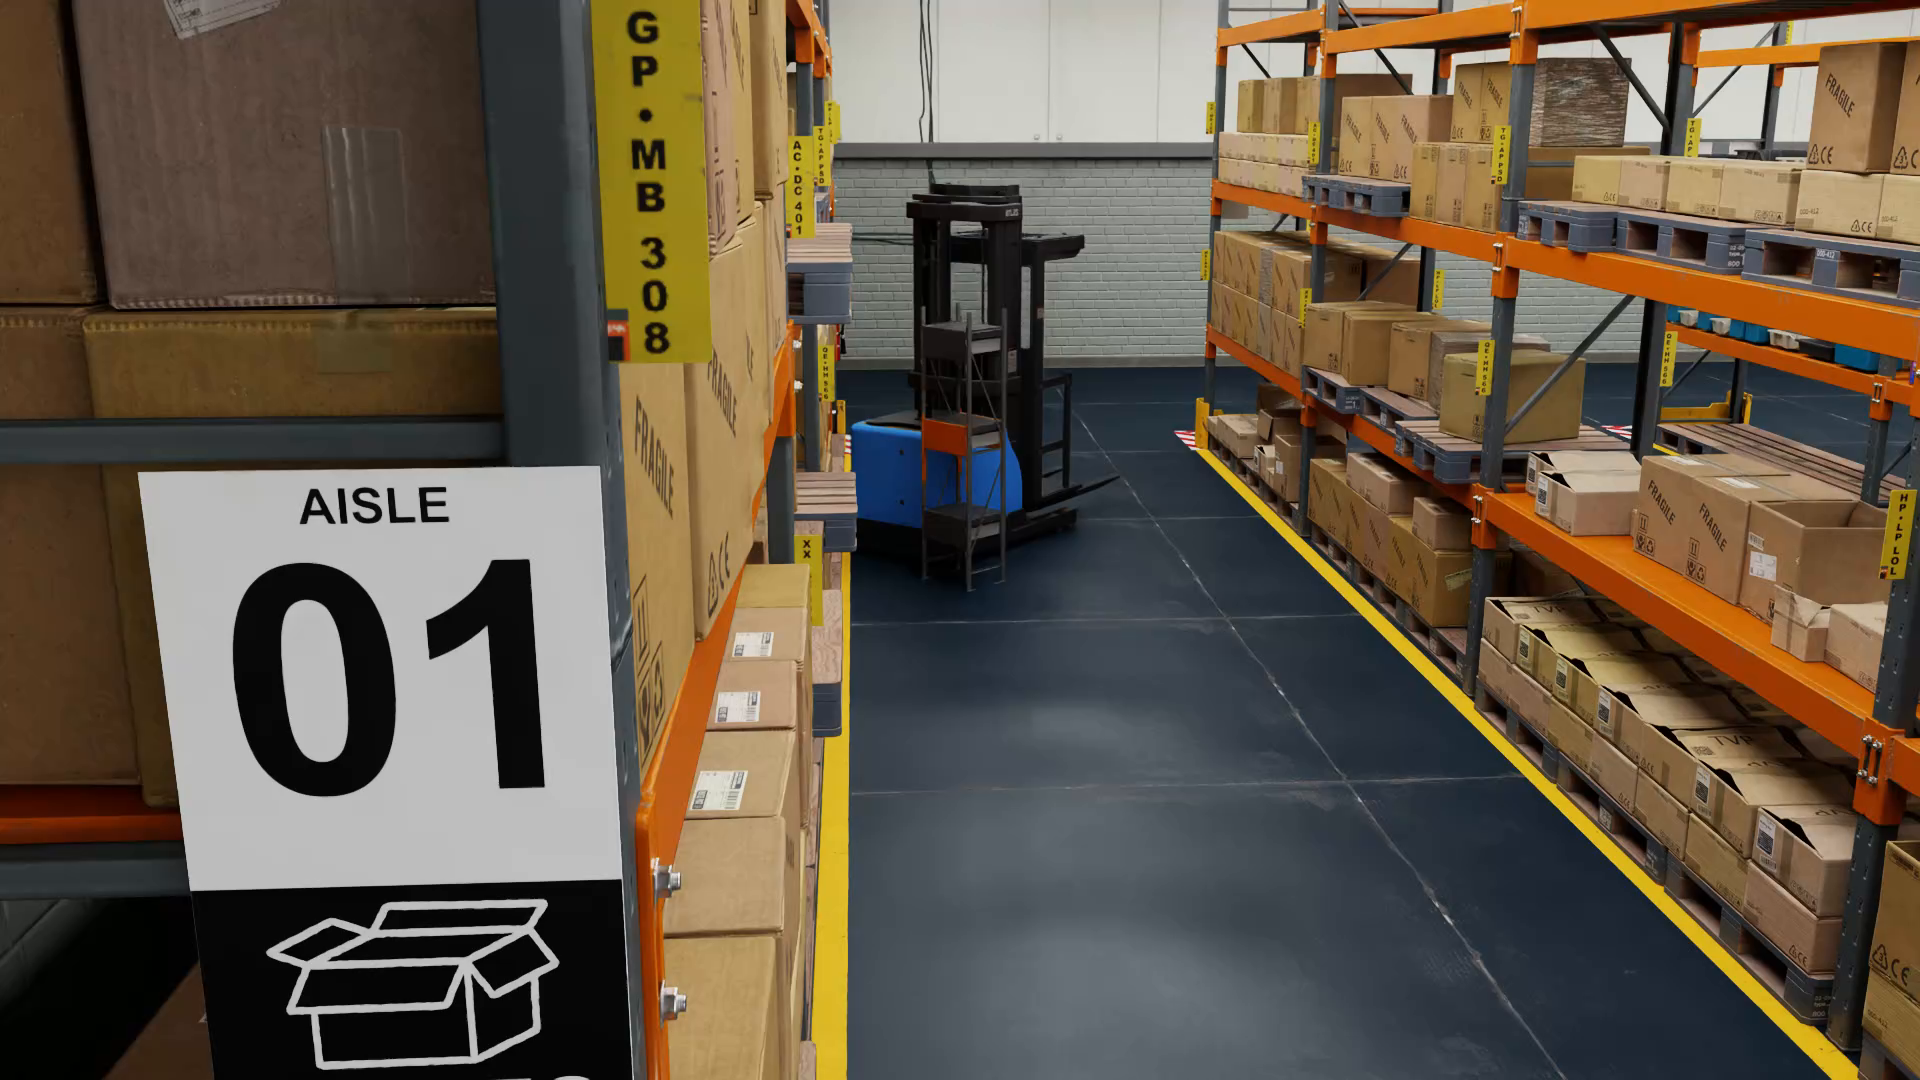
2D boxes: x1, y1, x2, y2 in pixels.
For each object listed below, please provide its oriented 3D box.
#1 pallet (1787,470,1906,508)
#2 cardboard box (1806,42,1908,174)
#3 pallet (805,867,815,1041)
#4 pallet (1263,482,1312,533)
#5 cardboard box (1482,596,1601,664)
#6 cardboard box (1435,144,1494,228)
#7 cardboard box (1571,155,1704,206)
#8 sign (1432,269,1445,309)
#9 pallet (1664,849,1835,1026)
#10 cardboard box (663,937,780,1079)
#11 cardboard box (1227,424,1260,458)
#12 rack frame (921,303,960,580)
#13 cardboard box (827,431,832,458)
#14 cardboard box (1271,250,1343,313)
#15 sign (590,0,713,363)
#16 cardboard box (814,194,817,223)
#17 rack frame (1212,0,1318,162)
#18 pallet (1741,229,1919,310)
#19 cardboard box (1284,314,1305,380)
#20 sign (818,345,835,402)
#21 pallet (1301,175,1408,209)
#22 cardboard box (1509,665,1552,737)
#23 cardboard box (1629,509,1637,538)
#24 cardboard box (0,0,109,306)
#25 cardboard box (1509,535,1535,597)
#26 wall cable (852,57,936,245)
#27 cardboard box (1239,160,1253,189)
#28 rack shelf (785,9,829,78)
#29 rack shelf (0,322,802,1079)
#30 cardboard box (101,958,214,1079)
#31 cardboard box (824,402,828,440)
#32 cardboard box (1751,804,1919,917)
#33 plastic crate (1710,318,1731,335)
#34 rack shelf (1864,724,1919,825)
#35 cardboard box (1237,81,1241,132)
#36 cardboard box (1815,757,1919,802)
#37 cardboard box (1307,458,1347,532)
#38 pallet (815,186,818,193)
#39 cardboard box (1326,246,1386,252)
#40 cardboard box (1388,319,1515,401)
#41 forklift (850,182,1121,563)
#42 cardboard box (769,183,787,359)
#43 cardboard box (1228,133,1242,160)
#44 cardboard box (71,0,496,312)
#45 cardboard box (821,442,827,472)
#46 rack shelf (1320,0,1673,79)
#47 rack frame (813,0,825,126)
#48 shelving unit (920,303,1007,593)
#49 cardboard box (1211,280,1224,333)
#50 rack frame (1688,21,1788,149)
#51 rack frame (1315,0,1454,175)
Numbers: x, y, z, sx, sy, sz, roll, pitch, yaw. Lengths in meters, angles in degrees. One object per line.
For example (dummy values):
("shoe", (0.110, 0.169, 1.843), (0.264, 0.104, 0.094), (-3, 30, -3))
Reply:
("pallet", (8.243, -0.404, 15.172), (1.003, 0.211, 1.213), (-1, 14, -3))
("cardboard box", (3.822, -1.749, 6.736), (0.500, 0.500, 0.500), (1, 14, 2))
("pallet", (-1.115, 1.728, 6.888), (1.003, 0.211, 1.213), (-1, 14, -3))
("pallet", (3.342, -0.317, 14.833), (1.003, 0.211, 1.213), (-1, 14, -3))
("cardboard box", (3.371, 0.490, 9.652), (0.500, 0.311, 0.500), (0, 14, -2))
("cardboard box", (3.539, -2.237, 10.482), (0.910, 0.500, 0.500), (-1, 14, -3))
("cardboard box", (3.716, -1.973, 9.113), (0.500, 0.250, 0.500), (-2, 15, -8))
("sign", (3.937, -2.066, 13.715), (0.100, 0.325, 0.005), (-1, 14, -3))
("pallet", (3.795, 1.661, 7.147), (1.003, 0.211, 1.213), (-1, 14, -3))
("cardboard box", (-0.567, 1.019, 2.803), (0.500, 0.500, 0.500), (-1, 14, -3))
("cardboard box", (2.948, -0.984, 16.467), (0.500, 0.250, 0.500), (-1, 14, -3))
("rack frame", (-0.145, -0.744, 12.704), (0.400, 2.100, 0.015), (-14, 20, -43))
("cardboard box", (-1.390, -0.422, 13.116), (0.750, 0.750, 0.750), (-1, 14, -3))
("cardboard box", (3.059, -2.278, 14.653), (0.500, 0.500, 0.500), (-1, 14, -5))
("sign", (-0.275, -0.319, 1.472), (0.100, 0.325, 0.005), (-1, 14, -3))
("cardboard box", (-0.999, -1.668, 8.610), (0.500, 0.311, 0.500), (-1, 14, -3))
("rack frame", (3.136, -5.396, 16.941), (1.000, 3.000, 0.127), (-1, 14, -3))
("pallet", (3.812, -1.086, 6.591), (0.805, 0.209, 1.217), (-1, 15, -6))
("cardboard box", (3.096, -1.665, 14.277), (0.500, 0.500, 0.500), (-1, 14, -3))
("sign", (-0.772, -0.957, 9.562), (0.100, 0.325, 0.005), (-1, 14, -3))
("pallet", (3.354, -2.695, 12.837), (1.213, 0.211, 1.003), (-1, 14, -3))
("cardboard box", (3.403, 0.887, 9.236), (0.500, 0.250, 0.500), (-1, 14, -5))
("cardboard box", (3.767, -0.064, 8.758), (0.380, 0.149, 0.250), (0, 14, 1))
("cardboard box", (-1.105, -0.533, 1.810), (0.500, 0.500, 0.500), (0, 14, -1))
("cardboard box", (3.850, 0.248, 11.175), (0.500, 0.500, 0.500), (-1, 14, -5))
("wall cable", (-1.802, -5.227, 22.515), (3.097, 2.526, 0.112), (-1, 14, -3))
("cardboard box", (2.964, -3.491, 15.854), (0.500, 0.250, 0.500), (-1, 14, -3))
("rack shelf", (-1.437, -3.285, 10.980), (1.077, 0.370, 4.000), (-1, 14, -3))
("rack shelf", (-0.941, -0.036, 3.571), (1.077, 0.370, 4.000), (-1, 14, -3))
("cardboard box", (-1.080, 1.026, 2.775), (0.500, 0.500, 0.500), (-1, 14, -3))
("cardboard box", (-1.110, -0.881, 10.594), (0.500, 0.500, 0.500), (0, 14, -2))
("cardboard box", (3.568, 1.254, 6.684), (0.500, 0.311, 0.500), (-1, 14, -3))
("plastic crate", (7.746, -2.152, 16.778), (0.250, 0.136, 0.298), (-1, 14, -3))
("rack shelf", (4.003, 1.339, 4.246), (1.077, 0.370, 4.000), (-1, 14, -3))
("cardboard box", (3.184, -4.349, 16.682), (0.700, 0.500, 0.500), (-1, 14, -3))
("cardboard box", (4.076, 1.119, 7.208), (0.500, 0.311, 0.500), (-1, 14, -4))
("cardboard box", (3.170, -0.375, 13.596), (0.500, 0.500, 0.500), (-2, 15, -6))
("pallet", (-1.478, -2.223, 11.005), (1.003, 0.211, 1.213), (0, 14, -1))
("cardboard box", (3.571, -2.407, 15.153), (0.500, 0.500, 0.500), (-1, 14, -5))
("cardboard box", (3.555, -1.310, 12.053), (0.700, 0.500, 0.500), (-5, 15, -18))
("forklift", (0.358, -1.547, 14.158), (1.130, 2.935, 3.031), (10, 17, 34))
("cardboard box", (-0.787, -0.818, 4.924), (0.500, 0.500, 0.500), (0, 14, -2))
("cardboard box", (2.932, -3.857, 16.275), (0.500, 0.250, 0.500), (-1, 14, -3))
("cardboard box", (-0.599, -0.529, 1.796), (0.500, 0.500, 0.500), (-2, 15, -7))
("cardboard box", (-1.041, -0.528, 10.522), (0.380, 0.149, 0.250), (0, 14, -2))
("rack shelf", (3.507, -3.362, 11.281), (1.077, 0.370, 4.000), (-1, 14, -3))
("rack frame", (-1.560, -4.324, 12.774), (1.000, 3.000, 0.127), (-1, 14, -3))
("shelving unit", (0.026, -0.701, 12.535), (0.431, 2.100, 0.503), (-14, 20, -43))
("cardboard box", (2.900, -2.425, 17.231), (0.500, 0.500, 0.500), (-1, 14, -2))
("rack frame", (8.080, -5.472, 17.234), (1.000, 3.000, 0.127), (-1, 14, -3))
("rack frame", (3.383, -4.402, 13.074), (1.000, 3.000, 0.127), (-1, 14, -3))
